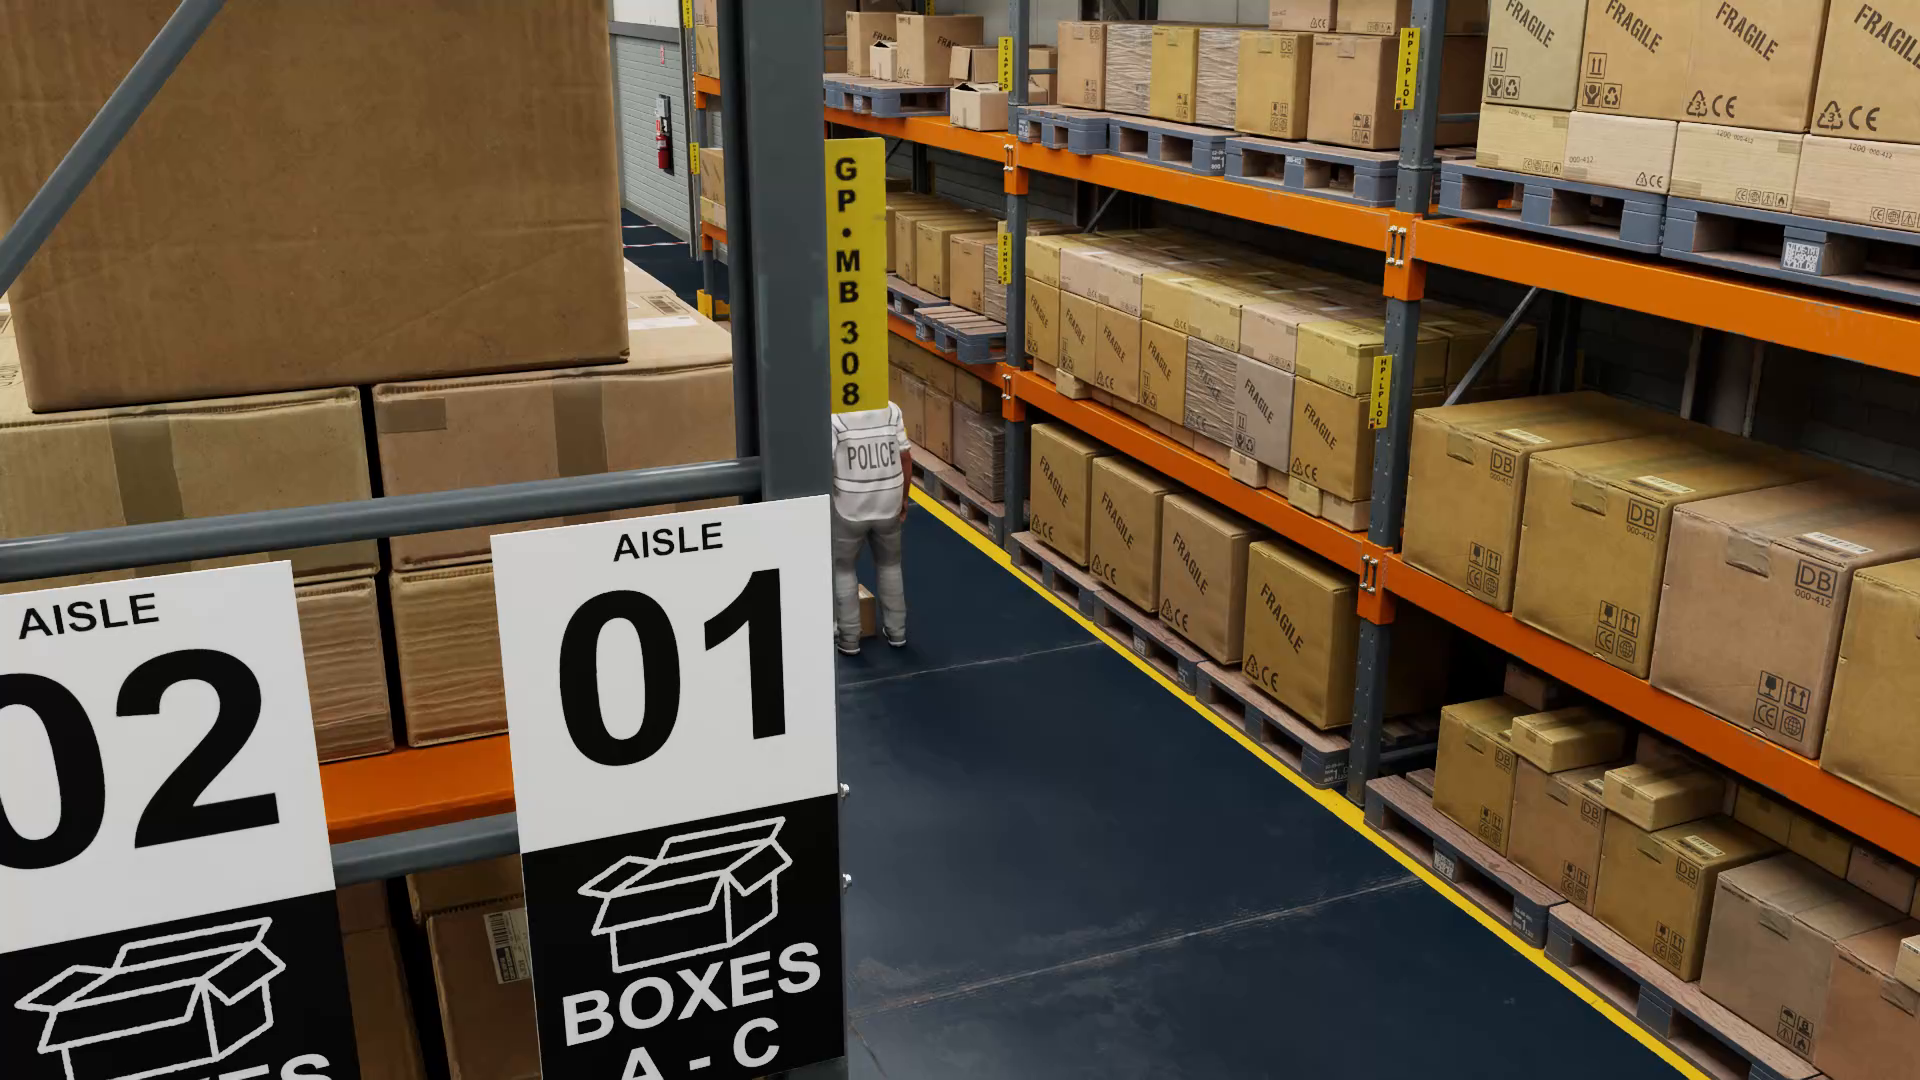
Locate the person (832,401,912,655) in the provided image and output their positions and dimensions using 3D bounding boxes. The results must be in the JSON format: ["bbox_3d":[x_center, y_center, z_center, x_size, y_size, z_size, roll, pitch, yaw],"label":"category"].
[{"bbox_3d":[-0.554,-0.194,9.622,0.587,1.748,0.437,-8,20,-22],"label":"person"}]
